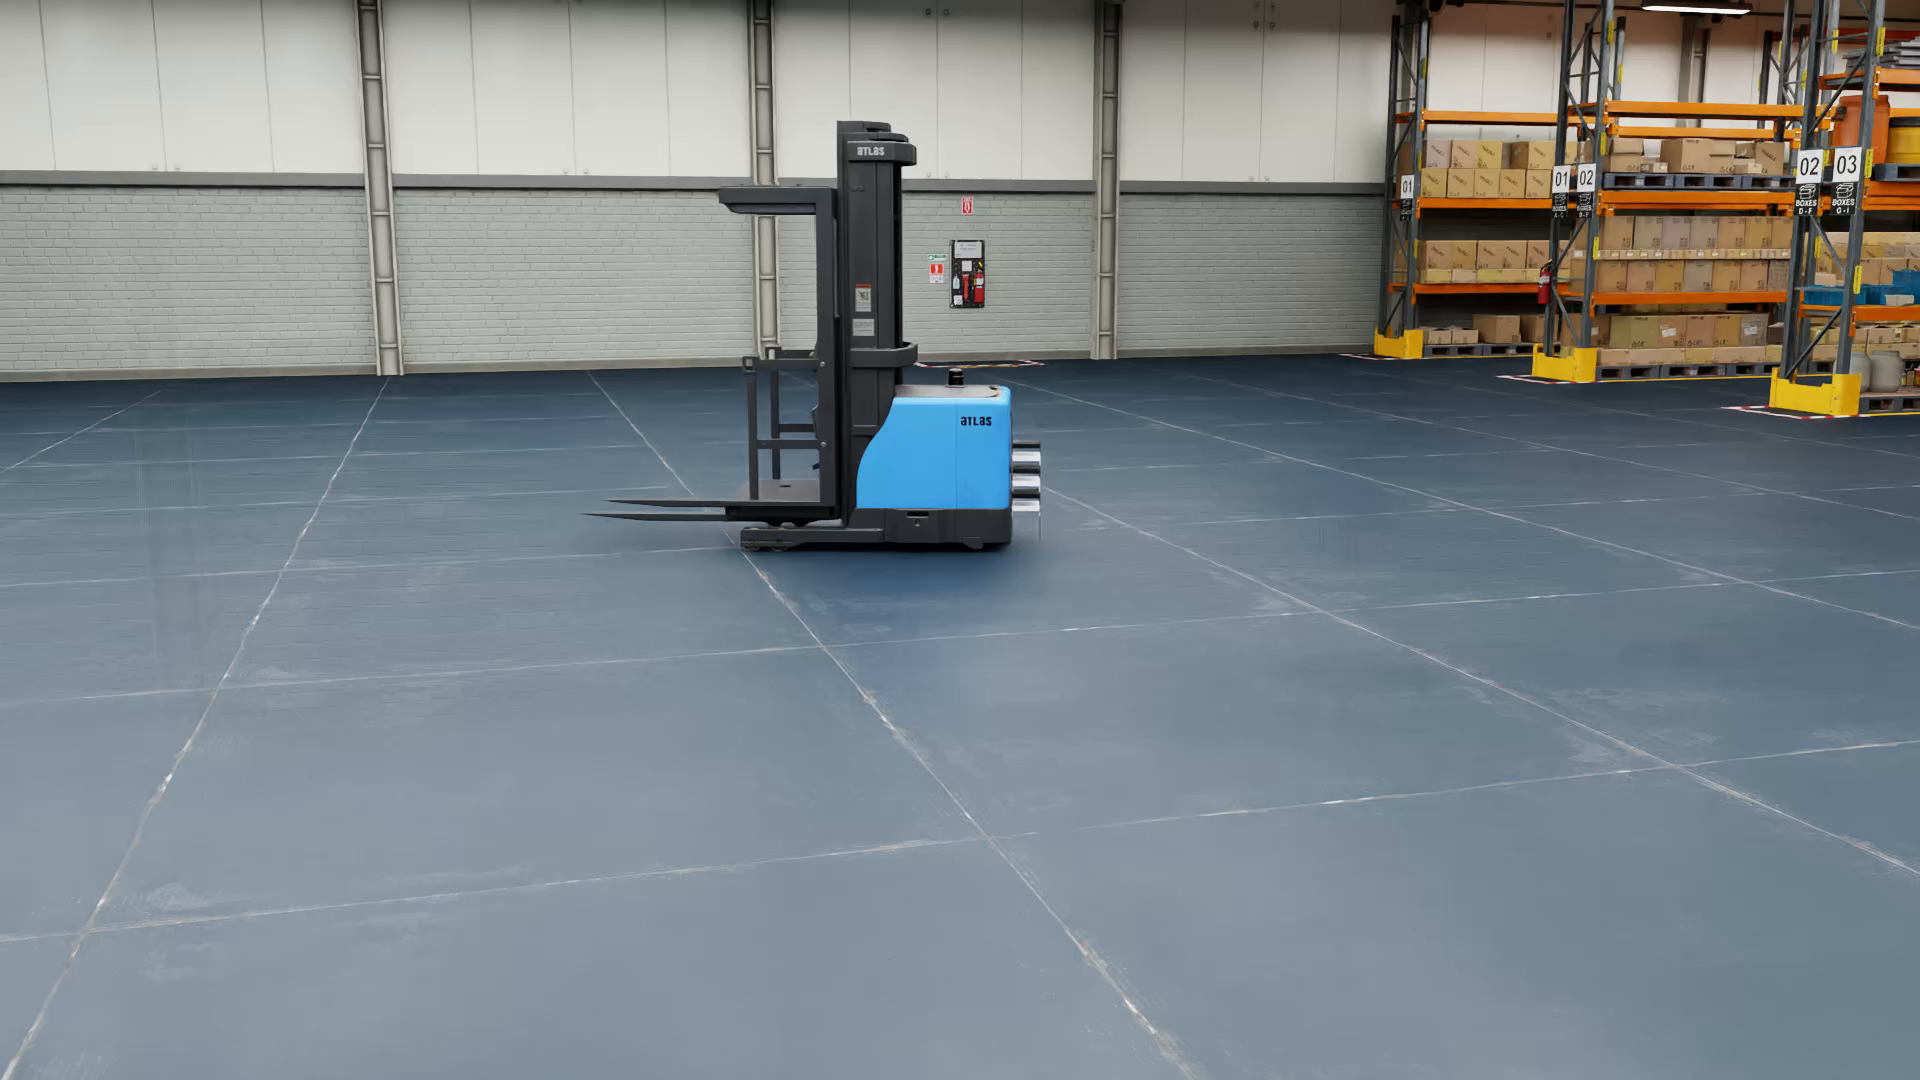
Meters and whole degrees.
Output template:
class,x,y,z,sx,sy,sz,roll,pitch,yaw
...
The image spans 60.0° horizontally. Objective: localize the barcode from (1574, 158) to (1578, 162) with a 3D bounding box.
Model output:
class,x,y,z,sx,sy,sz,roll,pitch,yaw
barcode,9.416,-5.810,25.433,0.075,0.075,0.001,-3,11,-16

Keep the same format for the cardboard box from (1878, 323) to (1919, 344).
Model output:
class,x,y,z,sx,sy,sz,roll,pitch,yaw
cardboard box,15.044,-3.338,26.780,0.500,0.311,0.500,-3,11,-14

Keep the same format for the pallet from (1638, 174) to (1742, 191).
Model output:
class,x,y,z,sx,sy,sz,roll,pitch,yaw
pallet,11.121,-5.475,25.464,1.213,0.211,1.003,-3,11,-16

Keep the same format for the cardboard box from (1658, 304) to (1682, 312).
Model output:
class,x,y,z,sx,sy,sz,roll,pitch,yaw
cardboard box,13.336,-4.459,31.602,0.500,0.250,0.500,-3,11,-18

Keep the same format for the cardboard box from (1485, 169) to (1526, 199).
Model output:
class,x,y,z,sx,sy,sz,roll,pitch,yaw
cardboard box,9.795,-6.397,29.896,0.500,0.500,0.500,-2,11,-12

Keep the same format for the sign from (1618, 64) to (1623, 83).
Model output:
class,x,y,z,sx,sy,sz,roll,pitch,yaw
sign,11.847,-8.367,29.842,0.005,0.325,0.100,-3,11,-16

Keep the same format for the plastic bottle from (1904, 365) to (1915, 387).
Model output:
class,x,y,z,sx,sy,sz,roll,pitch,yaw
plastic bottle,12.390,-2.148,21.714,0.133,0.283,0.061,-3,11,-15

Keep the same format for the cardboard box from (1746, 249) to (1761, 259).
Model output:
class,x,y,z,sx,sy,sz,roll,pitch,yaw
cardboard box,12.160,-4.430,25.759,0.250,0.149,0.380,-3,11,-16

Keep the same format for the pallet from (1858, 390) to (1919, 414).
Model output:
class,x,y,z,sx,sy,sz,roll,pitch,yaw
pallet,11.483,-1.770,21.076,1.213,0.211,1.003,-3,11,-16

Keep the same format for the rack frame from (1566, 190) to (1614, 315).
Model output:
class,x,y,z,sx,sy,sz,roll,pitch,yaw
rack frame,11.713,-5.013,30.994,0.127,3.000,1.000,-3,11,-16

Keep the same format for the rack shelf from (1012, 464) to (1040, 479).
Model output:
class,x,y,z,sx,sy,sz,roll,pitch,yaw
rack shelf,0.475,-0.494,11.930,0.200,0.077,0.258,0,10,3

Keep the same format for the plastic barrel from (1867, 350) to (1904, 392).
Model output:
class,x,y,z,sx,sy,sz,roll,pitch,yaw
plastic barrel,11.734,-2.144,21.118,0.421,0.512,0.421,0,10,0

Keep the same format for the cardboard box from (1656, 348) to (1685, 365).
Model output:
class,x,y,z,sx,sy,sz,roll,pitch,yaw
cardboard box,10.797,-2.844,25.645,0.500,0.250,0.500,-3,11,-16

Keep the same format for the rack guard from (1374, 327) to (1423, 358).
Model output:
class,x,y,z,sx,sy,sz,roll,pitch,yaw
rack guard,7.946,-3.586,30.142,0.348,0.500,1.175,-3,11,-16

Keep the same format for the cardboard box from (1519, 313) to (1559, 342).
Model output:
class,x,y,z,sx,sy,sz,roll,pitch,yaw
cardboard box,10.728,-3.941,30.858,0.500,0.500,0.500,-4,11,-20

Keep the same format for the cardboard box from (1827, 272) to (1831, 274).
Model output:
class,x,y,z,sx,sy,sz,roll,pitch,yaw
cardboard box,16.665,-5.123,32.226,0.250,0.149,0.380,-3,11,-17

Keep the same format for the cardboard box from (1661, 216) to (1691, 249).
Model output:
class,x,y,z,sx,sy,sz,roll,pitch,yaw
cardboard box,10.751,-4.715,25.512,0.500,0.500,0.700,-3,11,-16

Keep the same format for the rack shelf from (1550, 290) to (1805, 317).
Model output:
class,x,y,z,sx,sy,sz,roll,pitch,yaw
rack shelf,11.181,-3.697,25.833,4.000,0.370,1.077,-3,11,-16

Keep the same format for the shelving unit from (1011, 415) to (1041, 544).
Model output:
class,x,y,z,sx,sy,sz,roll,pitch,yaw
shelving unit,0.475,-0.438,11.940,0.210,0.900,0.258,0,10,3

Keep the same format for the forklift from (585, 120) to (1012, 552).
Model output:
class,x,y,z,sx,sy,sz,roll,pitch,yaw
forklift,-1.145,-1.456,11.859,3.031,2.935,1.130,0,10,3

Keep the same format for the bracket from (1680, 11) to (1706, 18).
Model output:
class,x,y,z,sx,sy,sz,roll,pitch,yaw
bracket,13.765,-9.938,31.235,0.430,0.232,0.235,-3,11,-16

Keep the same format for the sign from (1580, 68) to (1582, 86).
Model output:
class,x,y,z,sx,sy,sz,roll,pitch,yaw
sign,11.553,-8.597,30.875,0.005,0.325,0.100,-3,11,-16

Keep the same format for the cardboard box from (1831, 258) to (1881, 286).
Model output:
class,x,y,z,sx,sy,sz,roll,pitch,yaw
cardboard box,14.349,-4.264,26.649,0.500,0.500,0.500,-2,11,-12

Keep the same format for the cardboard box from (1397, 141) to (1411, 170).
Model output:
class,x,y,z,sx,sy,sz,roll,pitch,yaw
cardboard box,8.214,-6.904,29.887,0.500,0.500,0.500,-3,11,-13

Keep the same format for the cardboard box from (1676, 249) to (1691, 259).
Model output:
class,x,y,z,sx,sy,sz,roll,pitch,yaw
cardboard box,10.934,-4.366,25.411,0.250,0.149,0.380,-3,11,-17

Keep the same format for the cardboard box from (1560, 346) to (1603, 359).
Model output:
class,x,y,z,sx,sy,sz,roll,pitch,yaw
cardboard box,9.693,-2.883,25.856,0.500,0.250,0.500,-3,11,-16

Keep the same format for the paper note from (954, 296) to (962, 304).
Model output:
class,x,y,z,sx,sy,sz,roll,pitch,yaw
paper note,-0.030,-4.145,28.708,0.142,0.148,0.016,-3,11,-16

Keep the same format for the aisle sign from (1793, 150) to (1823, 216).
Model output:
class,x,y,z,sx,sy,sz,roll,pitch,yaw
aisle sign,10.490,-4.415,20.565,0.004,0.787,0.394,-3,11,-16

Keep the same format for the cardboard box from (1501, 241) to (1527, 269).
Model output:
class,x,y,z,sx,sy,sz,roll,pitch,yaw
cardboard box,9.883,-5.164,30.102,0.500,0.500,0.500,-3,11,-14

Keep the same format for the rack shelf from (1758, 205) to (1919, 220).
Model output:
class,x,y,z,sx,sy,sz,roll,pitch,yaw
rack shelf,17.474,-6.438,32.437,4.000,0.370,1.077,-3,11,-16

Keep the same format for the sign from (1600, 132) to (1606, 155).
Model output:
class,x,y,z,sx,sy,sz,roll,pitch,yaw
sign,9.410,-5.797,24.335,0.005,0.325,0.100,-3,11,-16

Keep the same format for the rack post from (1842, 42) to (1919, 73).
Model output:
class,x,y,z,sx,sy,sz,roll,pitch,yaw
rack post,11.403,-5.810,20.130,0.954,0.300,0.937,-2,11,-10

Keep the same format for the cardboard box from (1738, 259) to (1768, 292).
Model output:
class,x,y,z,sx,sy,sz,roll,pitch,yaw
cardboard box,12.173,-4.150,26.030,0.500,0.500,0.700,-3,11,-17

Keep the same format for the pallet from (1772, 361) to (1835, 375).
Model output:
class,x,y,z,sx,sy,sz,roll,pitch,yaw
pallet,13.798,-2.825,26.810,1.213,0.211,1.003,-3,11,-16

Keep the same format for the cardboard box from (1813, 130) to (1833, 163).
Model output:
class,x,y,z,sx,sy,sz,roll,pitch,yaw
cardboard box,13.705,-6.154,26.086,0.500,0.500,0.500,-3,11,-15

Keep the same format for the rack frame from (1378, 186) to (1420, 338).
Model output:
class,x,y,z,sx,sy,sz,roll,pitch,yaw
rack frame,7.873,-4.811,29.895,0.127,3.000,1.000,-3,11,-16

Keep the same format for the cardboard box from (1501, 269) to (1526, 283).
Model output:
class,x,y,z,sx,sy,sz,roll,pitch,yaw
cardboard box,9.901,-4.795,30.168,0.500,0.250,0.500,-3,11,-15

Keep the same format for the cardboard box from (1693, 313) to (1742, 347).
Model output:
class,x,y,z,sx,sy,sz,roll,pitch,yaw
cardboard box,11.755,-3.265,25.860,0.500,0.500,0.500,-3,11,-16

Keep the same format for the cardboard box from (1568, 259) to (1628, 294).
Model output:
class,x,y,z,sx,sy,sz,roll,pitch,yaw
cardboard box,9.713,-4.021,25.326,0.500,0.500,0.700,-3,11,-16

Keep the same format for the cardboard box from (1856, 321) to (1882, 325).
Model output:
class,x,y,z,sx,sy,sz,roll,pitch,yaw
cardboard box,14.871,-3.430,27.279,0.500,0.311,0.500,-3,11,-17

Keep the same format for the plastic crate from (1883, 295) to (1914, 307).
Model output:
class,x,y,z,sx,sy,sz,roll,pitch,yaw
plastic crate,11.591,-2.948,20.506,0.250,0.136,0.298,-3,11,-16

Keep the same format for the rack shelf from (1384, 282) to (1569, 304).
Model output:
class,x,y,z,sx,sy,sz,roll,pitch,yaw
rack shelf,9.793,-4.558,30.510,4.000,0.370,1.077,-3,11,-16

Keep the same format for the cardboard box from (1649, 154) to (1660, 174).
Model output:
class,x,y,z,sx,sy,sz,roll,pitch,yaw
cardboard box,10.827,-5.789,25.623,0.500,0.311,0.500,-2,11,-9

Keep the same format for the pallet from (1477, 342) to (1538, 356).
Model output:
class,x,y,z,sx,sy,sz,roll,pitch,yaw
pallet,9.905,-3.540,30.690,1.213,0.211,1.003,-3,11,-16

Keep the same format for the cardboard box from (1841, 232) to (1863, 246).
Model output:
class,x,y,z,sx,sy,sz,roll,pitch,yaw
cardboard box,17.057,-5.821,32.159,0.500,0.250,0.500,-3,11,-16

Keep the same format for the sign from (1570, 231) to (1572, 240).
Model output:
class,x,y,z,sx,sy,sz,roll,pitch,yaw
sign,11.555,-5.679,31.413,0.005,0.325,0.100,-3,11,-16

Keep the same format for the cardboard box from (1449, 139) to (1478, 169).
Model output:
class,x,y,z,sx,sy,sz,roll,pitch,yaw
cardboard box,8.806,-6.831,29.489,0.500,0.500,0.500,-3,11,-17

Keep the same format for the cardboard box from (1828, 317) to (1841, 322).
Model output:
class,x,y,z,sx,sy,sz,roll,pitch,yaw
cardboard box,17.140,-4.423,32.564,0.750,0.750,0.750,-3,11,-16

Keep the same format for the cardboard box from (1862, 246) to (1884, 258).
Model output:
class,x,y,z,sx,sy,sz,roll,pitch,yaw
cardboard box,17.572,-5.479,32.369,0.500,0.500,0.500,-3,11,-14

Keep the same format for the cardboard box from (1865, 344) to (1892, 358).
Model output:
class,x,y,z,sx,sy,sz,roll,pitch,yaw
cardboard box,14.546,-3.036,26.690,0.500,0.250,0.500,-3,11,-18

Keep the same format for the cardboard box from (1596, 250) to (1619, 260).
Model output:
class,x,y,z,sx,sy,sz,roll,pitch,yaw
cardboard box,9.698,-4.301,25.055,0.250,0.149,0.380,-3,11,-16

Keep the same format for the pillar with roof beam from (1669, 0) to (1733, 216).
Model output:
class,x,y,z,sx,sy,sz,roll,pitch,yaw
pillar with roof beam,15.267,-7.503,27.945,0.548,9.000,9.100,-3,11,-16

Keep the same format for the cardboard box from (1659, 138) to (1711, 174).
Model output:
class,x,y,z,sx,sy,sz,roll,pitch,yaw
cardboard box,10.932,-5.786,25.085,0.500,0.500,0.500,-3,11,-16
